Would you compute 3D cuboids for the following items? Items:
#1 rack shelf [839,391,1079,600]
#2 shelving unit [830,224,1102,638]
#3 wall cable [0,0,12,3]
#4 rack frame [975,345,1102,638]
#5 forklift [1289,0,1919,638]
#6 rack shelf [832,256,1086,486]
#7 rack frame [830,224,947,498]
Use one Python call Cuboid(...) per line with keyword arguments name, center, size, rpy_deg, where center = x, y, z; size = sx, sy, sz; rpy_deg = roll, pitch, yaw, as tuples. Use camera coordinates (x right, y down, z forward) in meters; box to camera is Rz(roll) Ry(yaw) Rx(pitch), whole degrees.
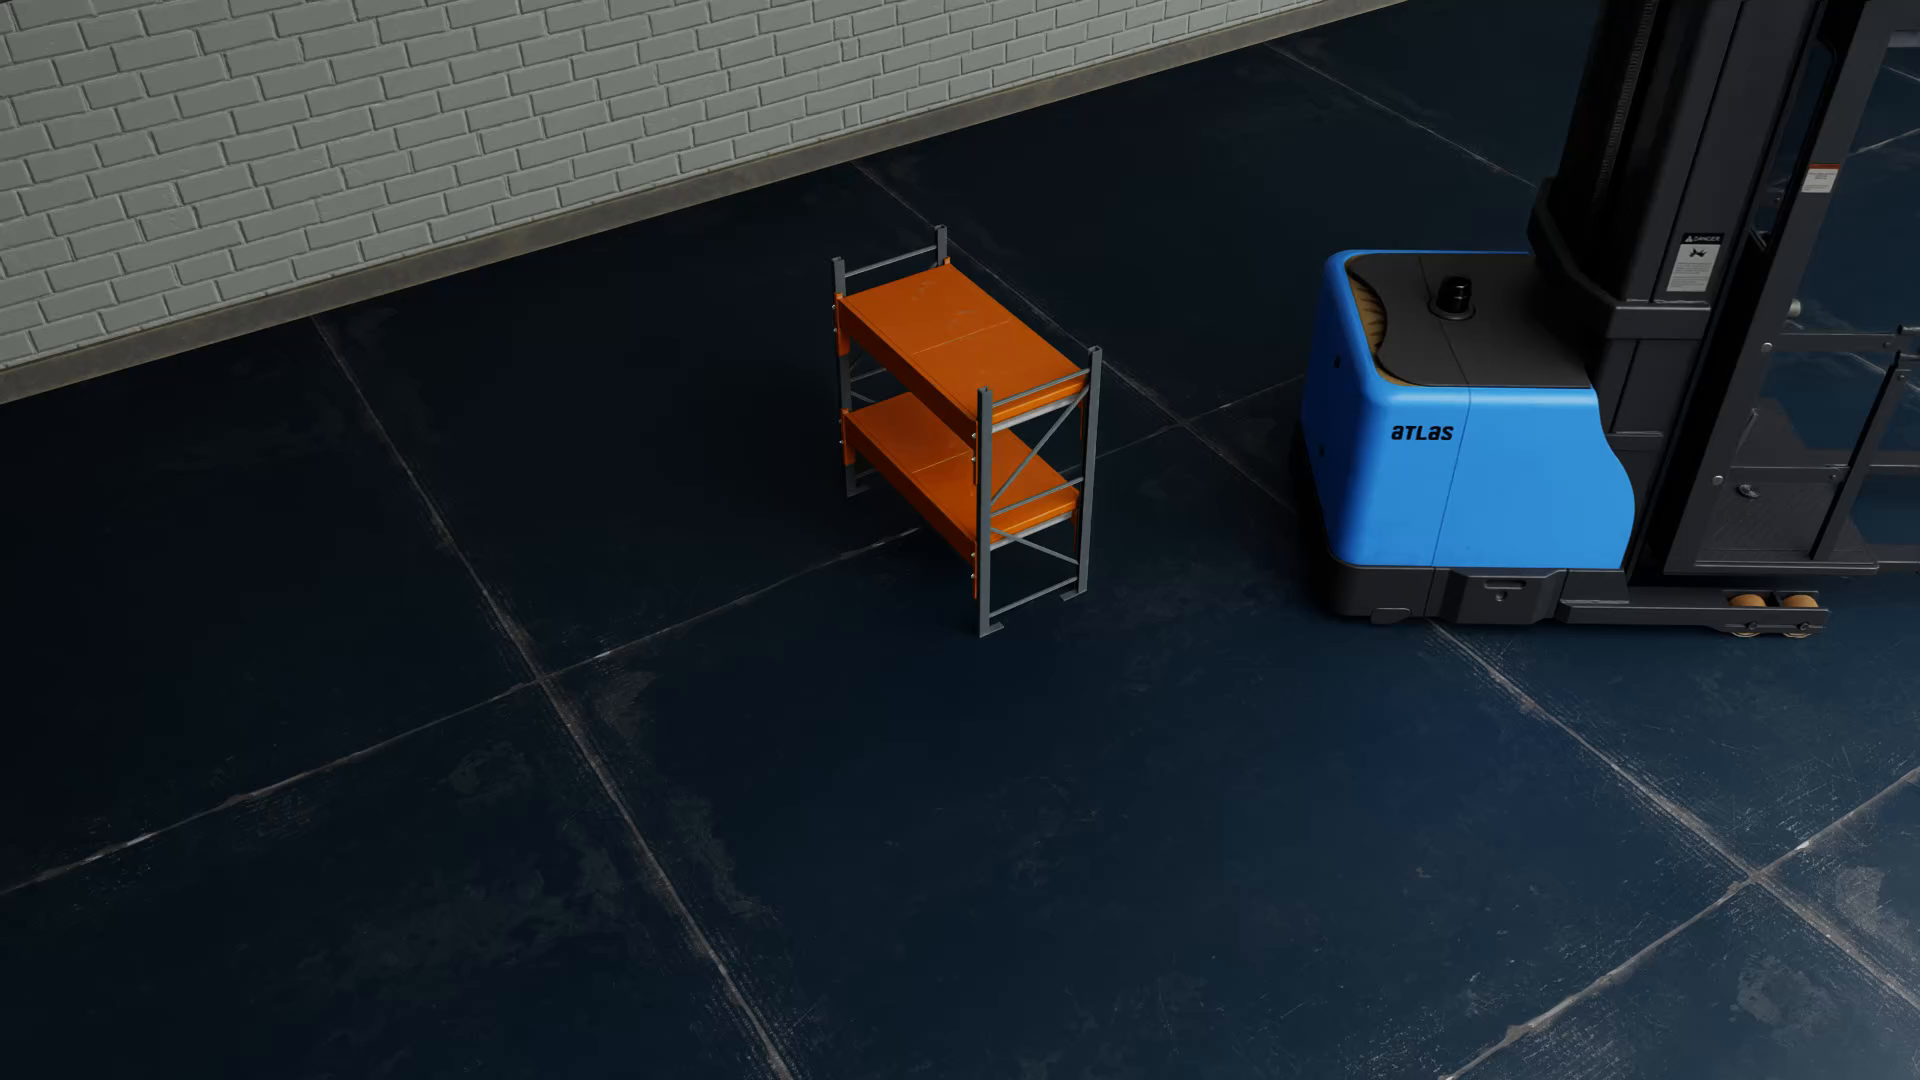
Cuboid(name="rack shelf", center=(0.004, -0.241, 6.542), size=(0.538, 0.278, 1.000), rpy_deg=(-22, 45, -24))
Cuboid(name="shelving unit", center=(0.004, -0.428, 6.386), size=(0.538, 1.125, 1.048), rpy_deg=(-22, 45, -24))
Cuboid(name="wall cable", center=(-4.812, -2.652, 5.329), size=(3.097, 2.526, 0.112), rpy_deg=(-22, 45, -24))
Cuboid(name="rack frame", center=(0.277, -0.154, 6.056), size=(0.500, 1.125, 0.032), rpy_deg=(-22, 45, -24))
Cuboid(name="forklift", center=(2.897, -1.101, 5.782), size=(3.031, 2.935, 1.130), rpy_deg=(1, 40, 1))
Cuboid(name="rack shelf", center=(0.004, -0.653, 6.198), size=(0.538, 0.278, 1.000), rpy_deg=(-22, 45, -24))
Cuboid(name="rack frame", center=(-0.270, -0.703, 6.715), size=(0.500, 1.125, 0.032), rpy_deg=(-22, 45, -24))
